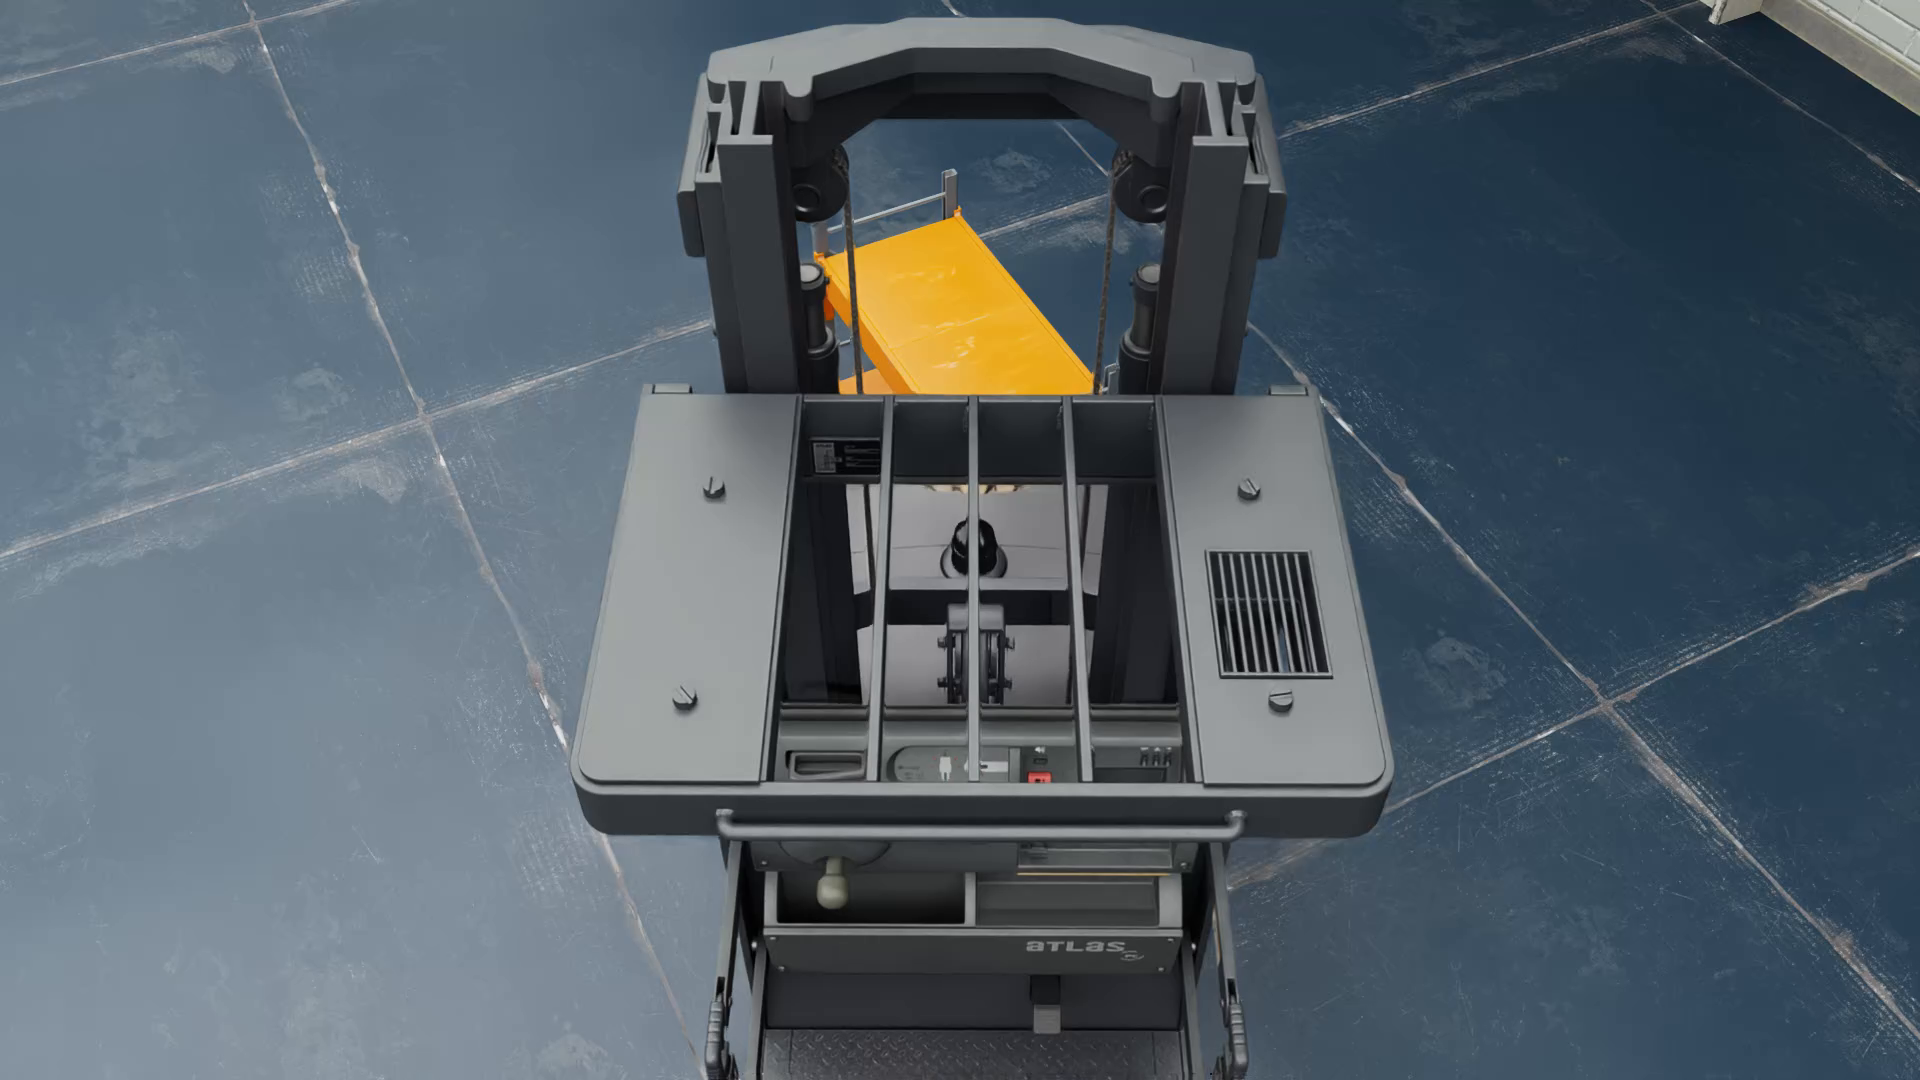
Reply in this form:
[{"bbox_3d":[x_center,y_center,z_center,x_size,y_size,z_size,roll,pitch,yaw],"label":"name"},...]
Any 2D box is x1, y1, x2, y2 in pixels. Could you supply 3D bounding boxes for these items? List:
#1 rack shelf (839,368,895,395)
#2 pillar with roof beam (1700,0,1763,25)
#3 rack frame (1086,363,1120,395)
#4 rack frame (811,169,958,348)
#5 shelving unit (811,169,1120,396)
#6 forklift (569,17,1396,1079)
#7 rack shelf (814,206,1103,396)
[{"bbox_3d":[-0.003,-0.214,5.515,0.538,0.278,1.000,-21,52,-18],"label":"rack shelf"},{"bbox_3d":[-0.196,-4.107,3.364,9.100,9.000,0.400,-21,52,-18],"label":"pillar with roof beam"},{"bbox_3d":[0.230,-0.035,5.033,0.500,1.125,0.032,-21,52,-18],"label":"rack frame"},{"bbox_3d":[-0.236,-0.715,5.628,0.500,1.125,0.032,-21,52,-18],"label":"rack frame"},{"bbox_3d":[-0.003,-0.375,5.331,0.538,1.125,1.048,-21,52,-18],"label":"shelving unit"},{"bbox_3d":[0.031,0.657,3.228,1.130,2.935,3.031,0,49,0],"label":"forklift"},{"bbox_3d":[-0.003,-0.568,5.110,0.538,0.278,1.000,-21,52,-18],"label":"rack shelf"}]
